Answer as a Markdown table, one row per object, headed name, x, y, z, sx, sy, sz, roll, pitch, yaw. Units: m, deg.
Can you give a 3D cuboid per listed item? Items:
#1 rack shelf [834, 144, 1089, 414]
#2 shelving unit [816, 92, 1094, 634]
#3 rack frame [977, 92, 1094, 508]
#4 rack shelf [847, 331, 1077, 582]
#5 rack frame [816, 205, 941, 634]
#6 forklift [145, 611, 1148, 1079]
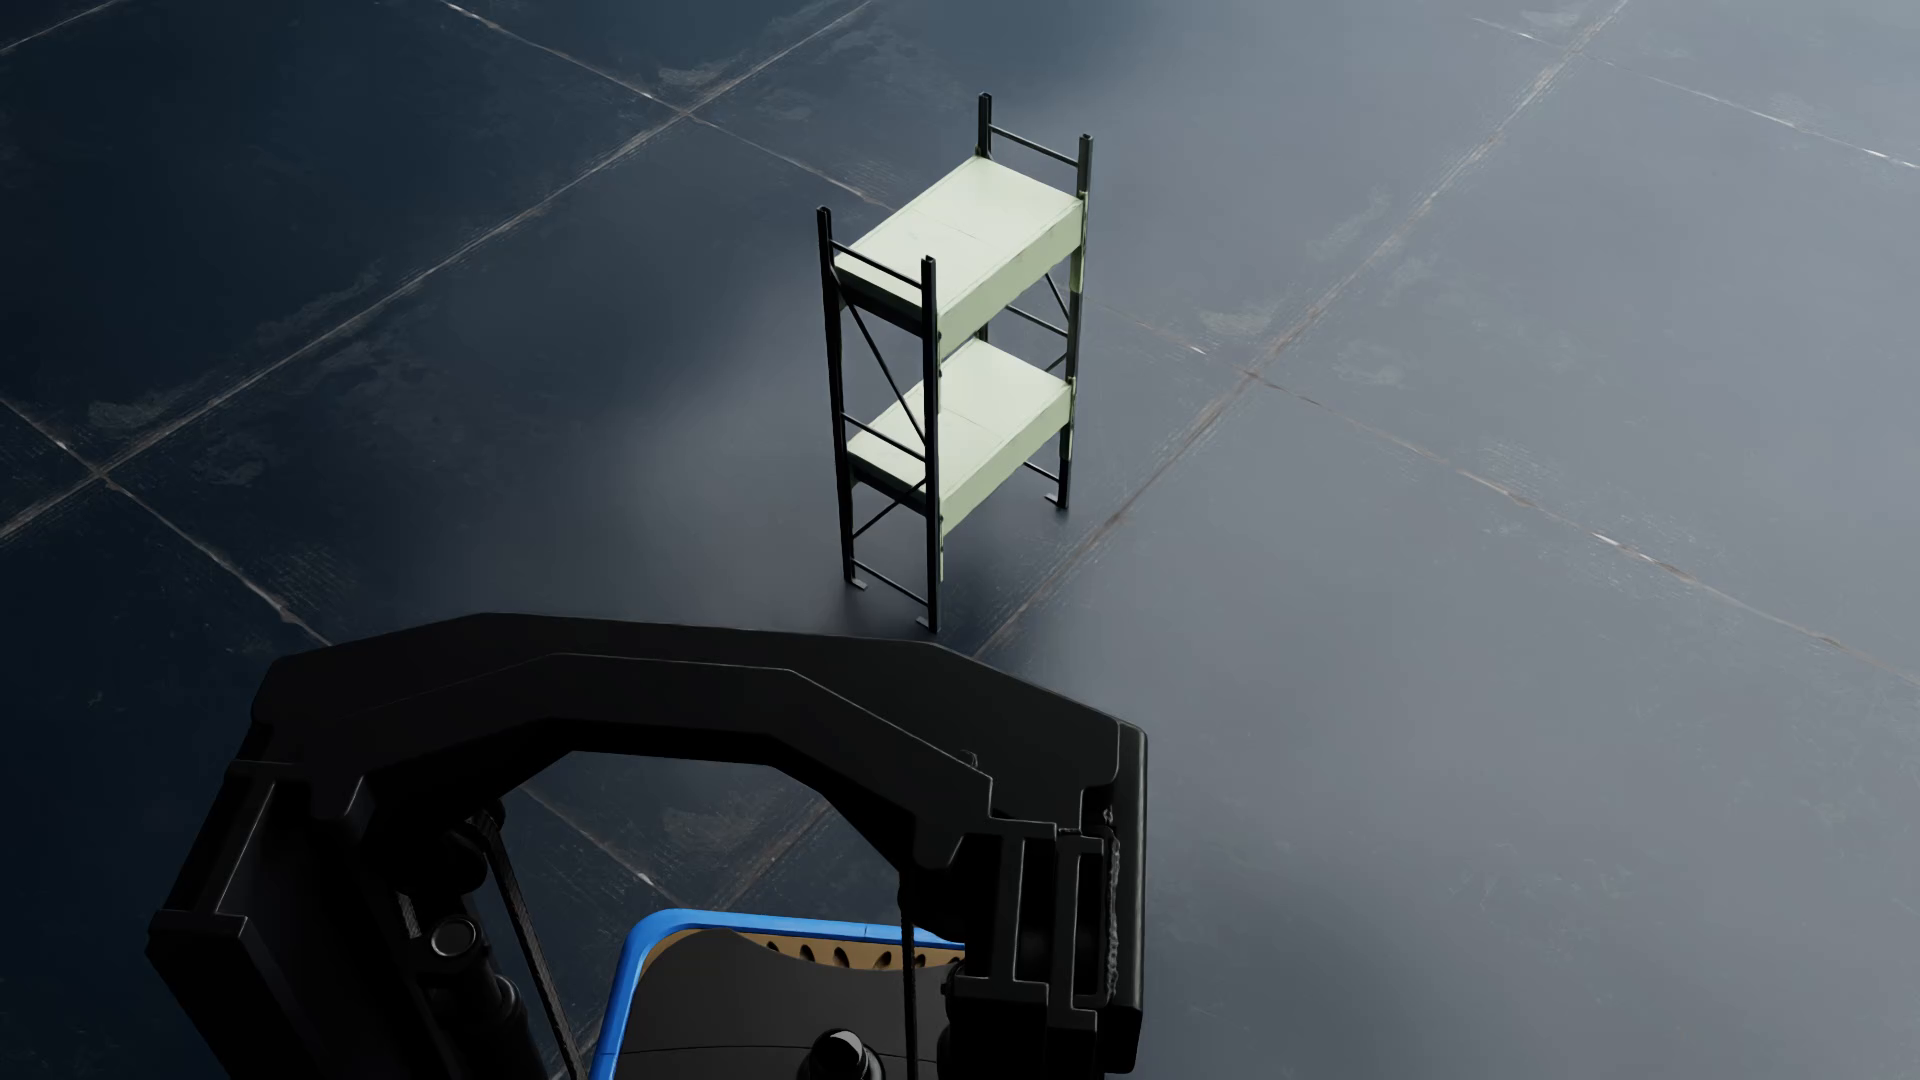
| name | x | y | z | sx | sy | sz | roll | pitch | yaw |
| --- | --- | --- | --- | --- | --- | --- | --- | --- | --- |
| rack shelf | -0.004 | -0.784 | 4.922 | 0.431 | 0.370 | 0.720 | 29 | 53 | 25 |
| shelving unit | -0.004 | -0.514 | 5.204 | 0.431 | 1.500 | 0.755 | 29 | 53 | 25 |
| rack frame | 0.220 | -0.724 | 5.404 | 0.400 | 1.500 | 0.023 | 29 | 53 | 25 |
| rack shelf | -0.004 | -0.289 | 5.440 | 0.431 | 0.370 | 0.720 | 29 | 53 | 25 |
| rack frame | -0.228 | -0.305 | 5.004 | 0.400 | 1.500 | 0.023 | 29 | 53 | 25 |
| forklift | -0.334 | 1.602 | 2.193 | 1.130 | 2.935 | 3.031 | 4 | 46 | 4 |
